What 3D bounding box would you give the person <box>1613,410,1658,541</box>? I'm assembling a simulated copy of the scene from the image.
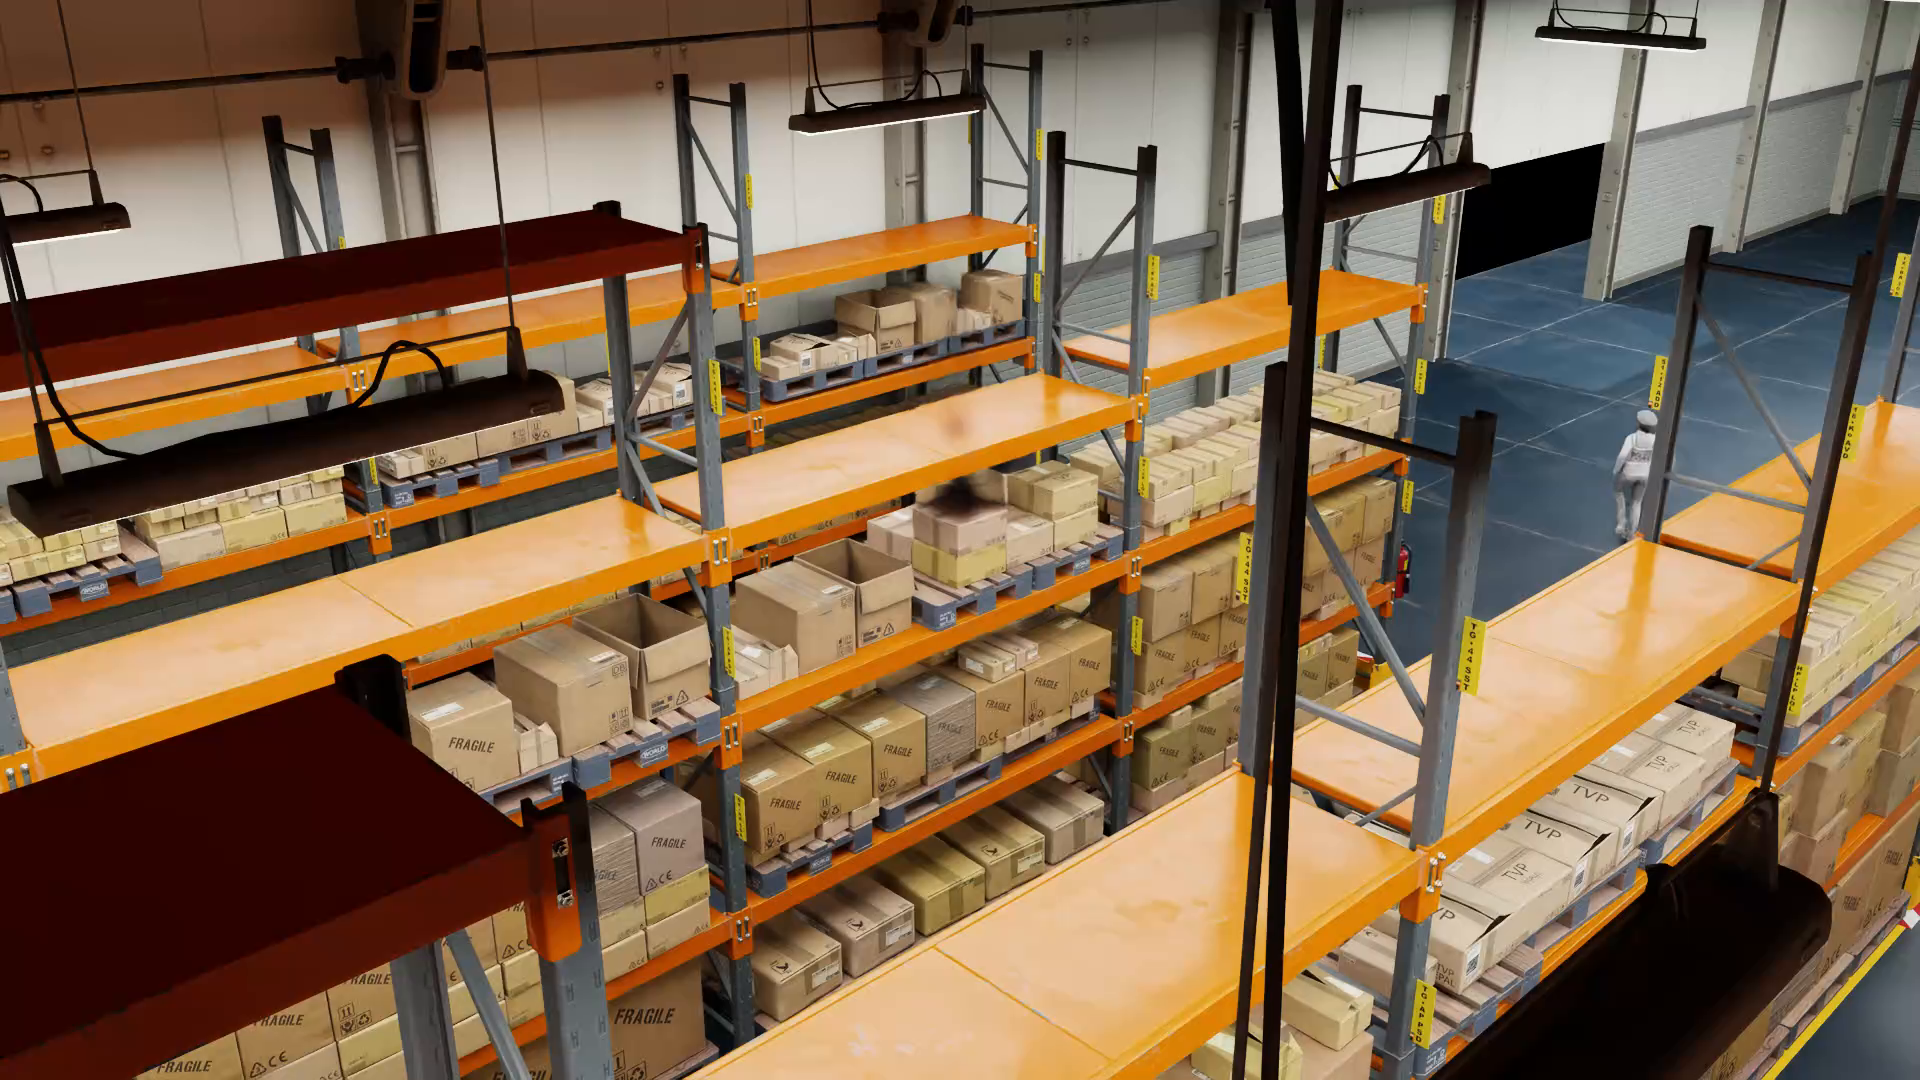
[{"bbox_3d":[8.368,-0.831,20.682,0.595,1.654,0.584,2,23,4],"label":"person"}]
